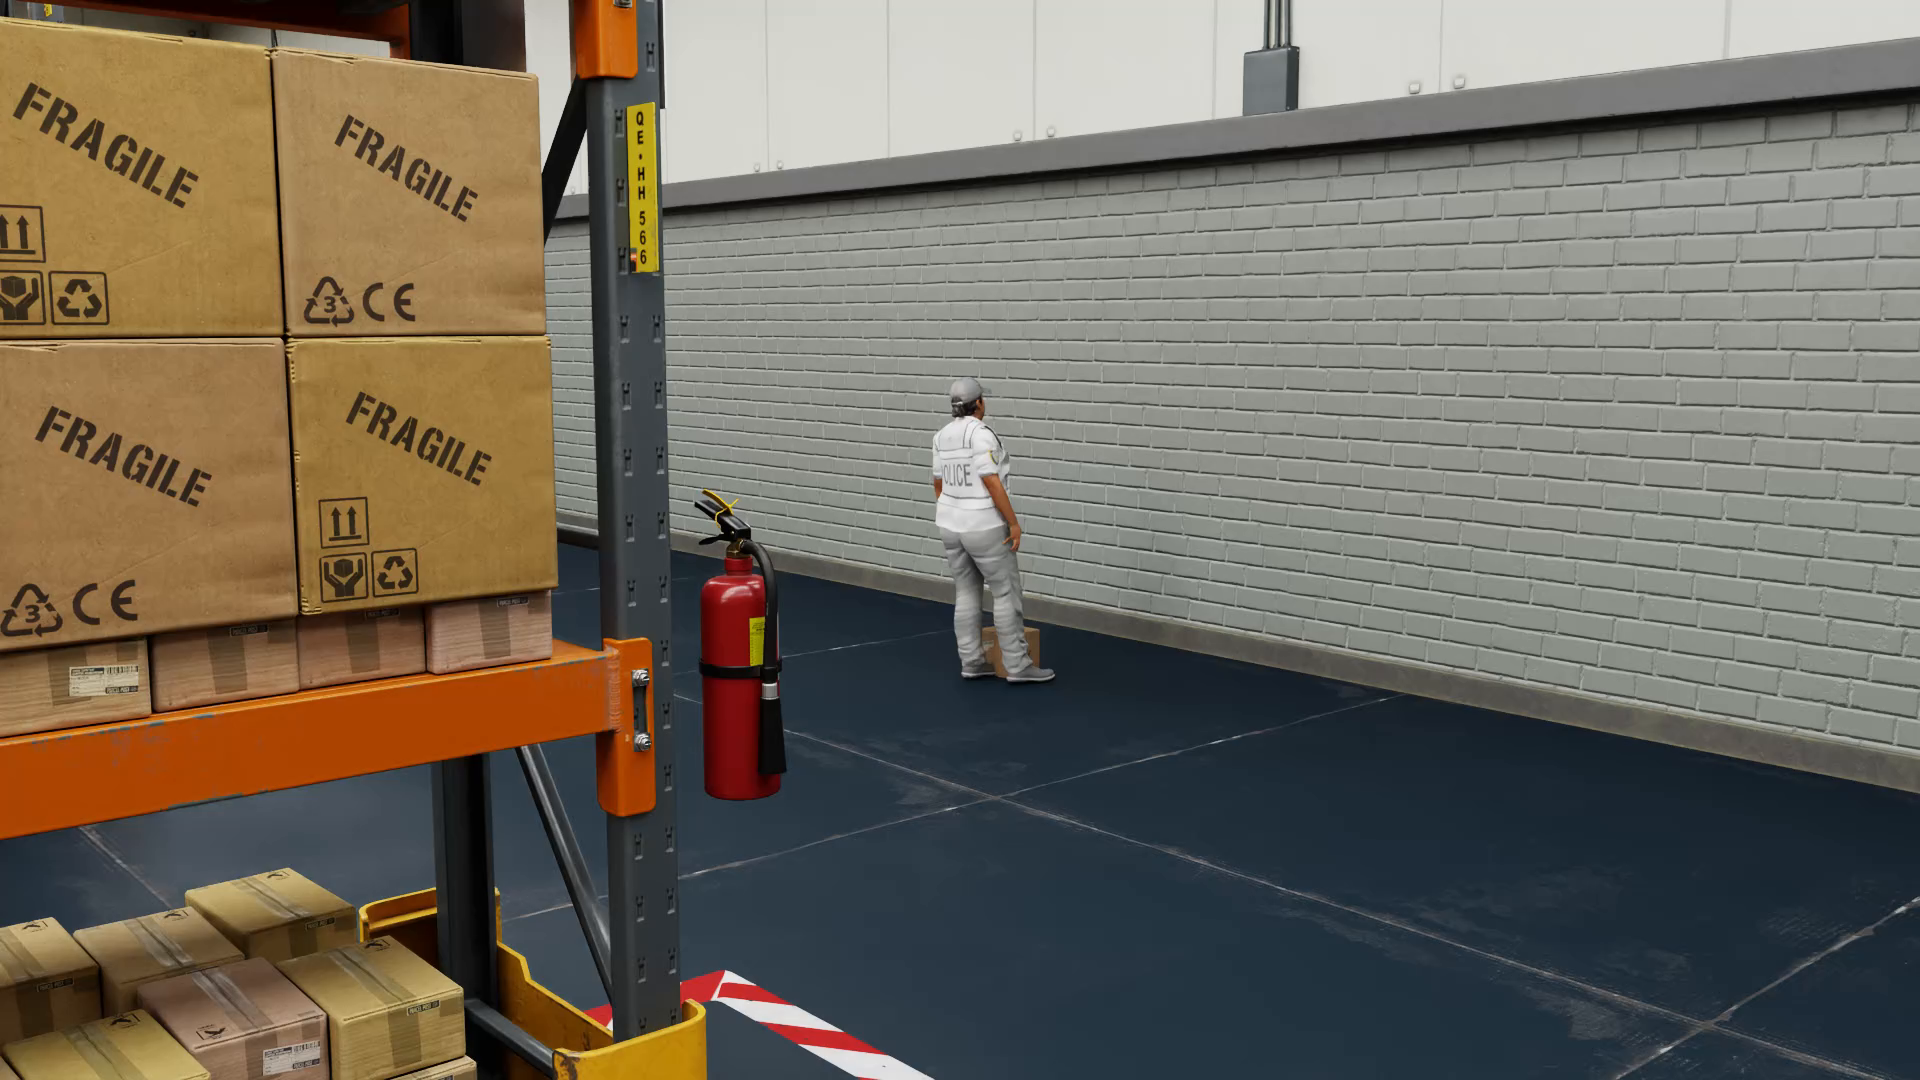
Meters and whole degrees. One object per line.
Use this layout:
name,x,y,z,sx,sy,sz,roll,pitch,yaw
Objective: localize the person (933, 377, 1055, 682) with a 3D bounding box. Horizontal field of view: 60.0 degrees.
person,0.161,-0.061,9.162,0.529,1.670,0.598,-7,10,-41
